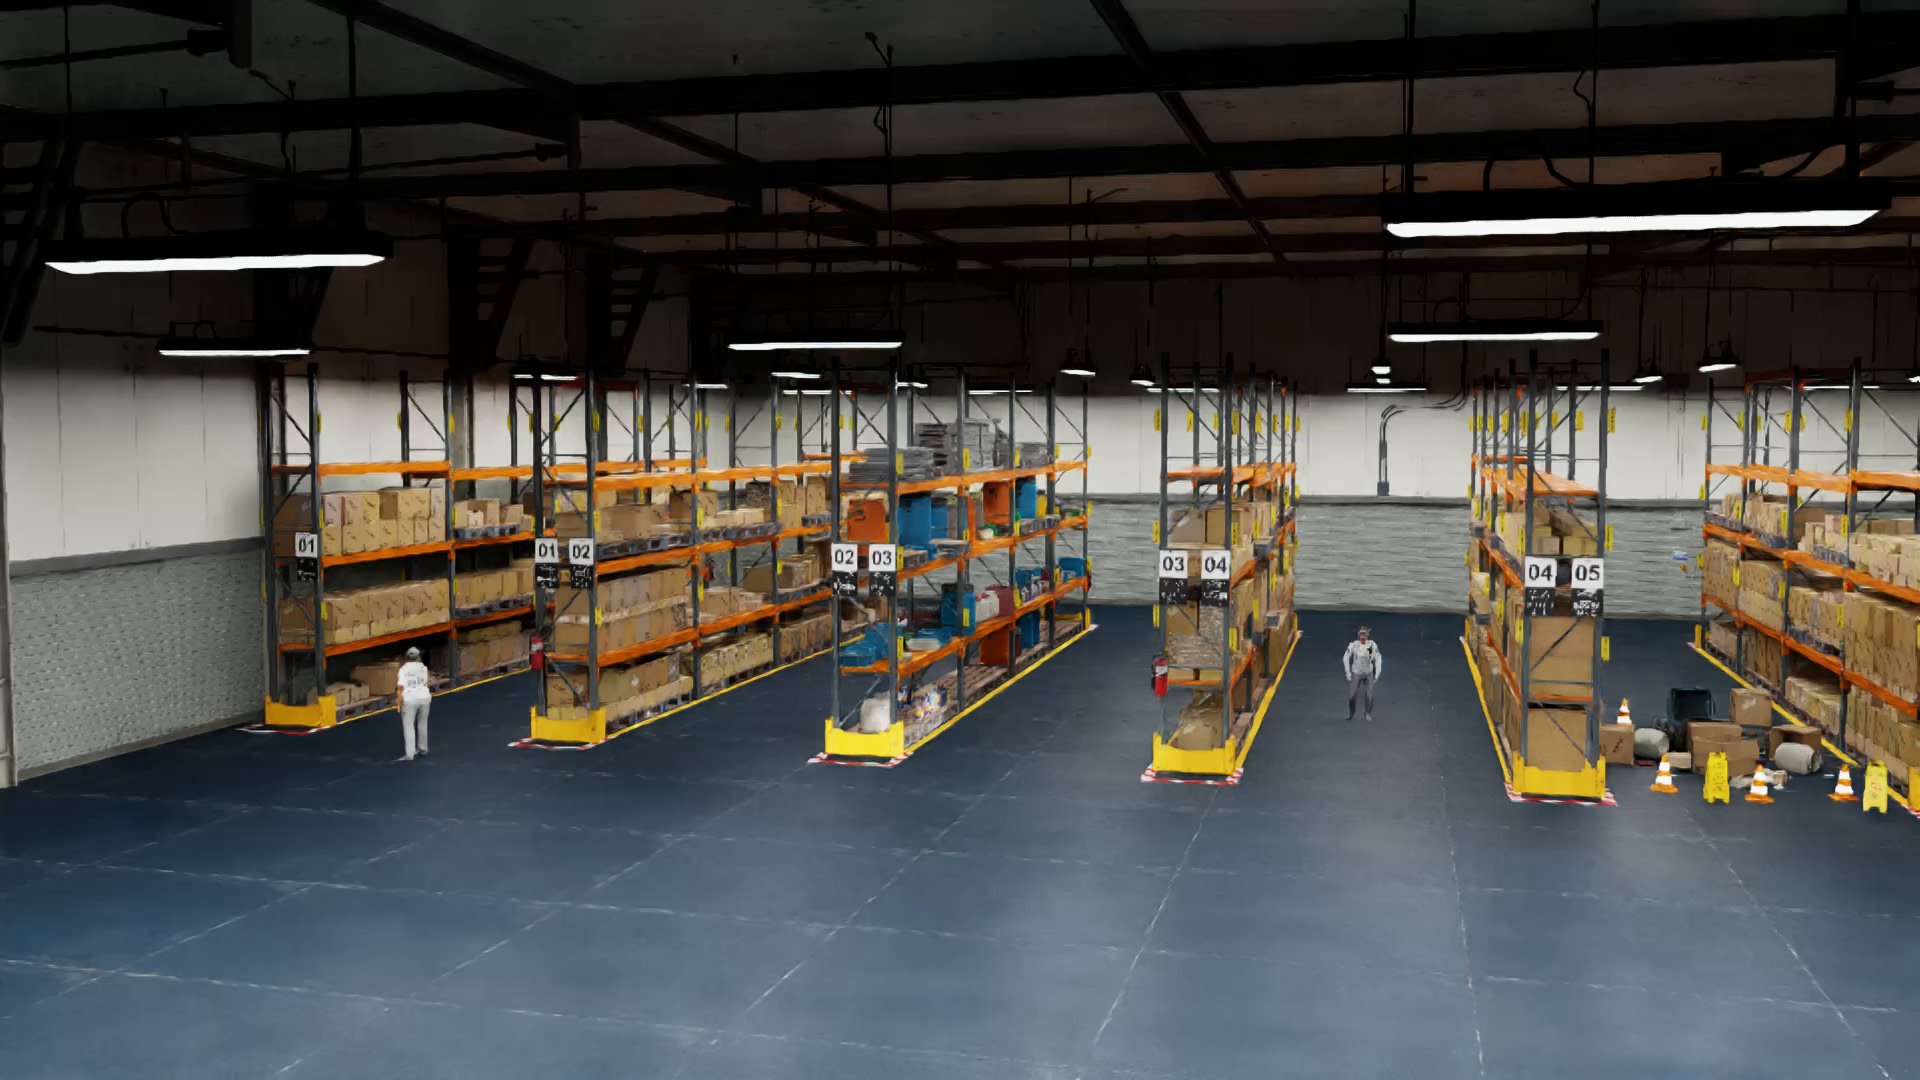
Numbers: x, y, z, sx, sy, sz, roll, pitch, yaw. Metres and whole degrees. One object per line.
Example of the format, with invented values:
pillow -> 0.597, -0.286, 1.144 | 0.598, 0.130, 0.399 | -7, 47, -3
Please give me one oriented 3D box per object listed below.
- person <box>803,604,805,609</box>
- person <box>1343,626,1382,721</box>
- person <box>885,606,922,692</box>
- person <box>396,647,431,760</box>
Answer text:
person -> -4.024, 1.195, 41.241 | 0.636, 1.775, 0.677 | 4, 6, 44
person -> 6.744, 2.234, 27.878 | 0.639, 1.631, 0.508 | 1, 4, 13
person -> -1.002, 2.013, 30.798 | 0.474, 1.629, 0.915 | 2, 5, 31
person -> -8.168, 2.421, 24.779 | 0.481, 1.666, 0.523 | 4, 6, 43
